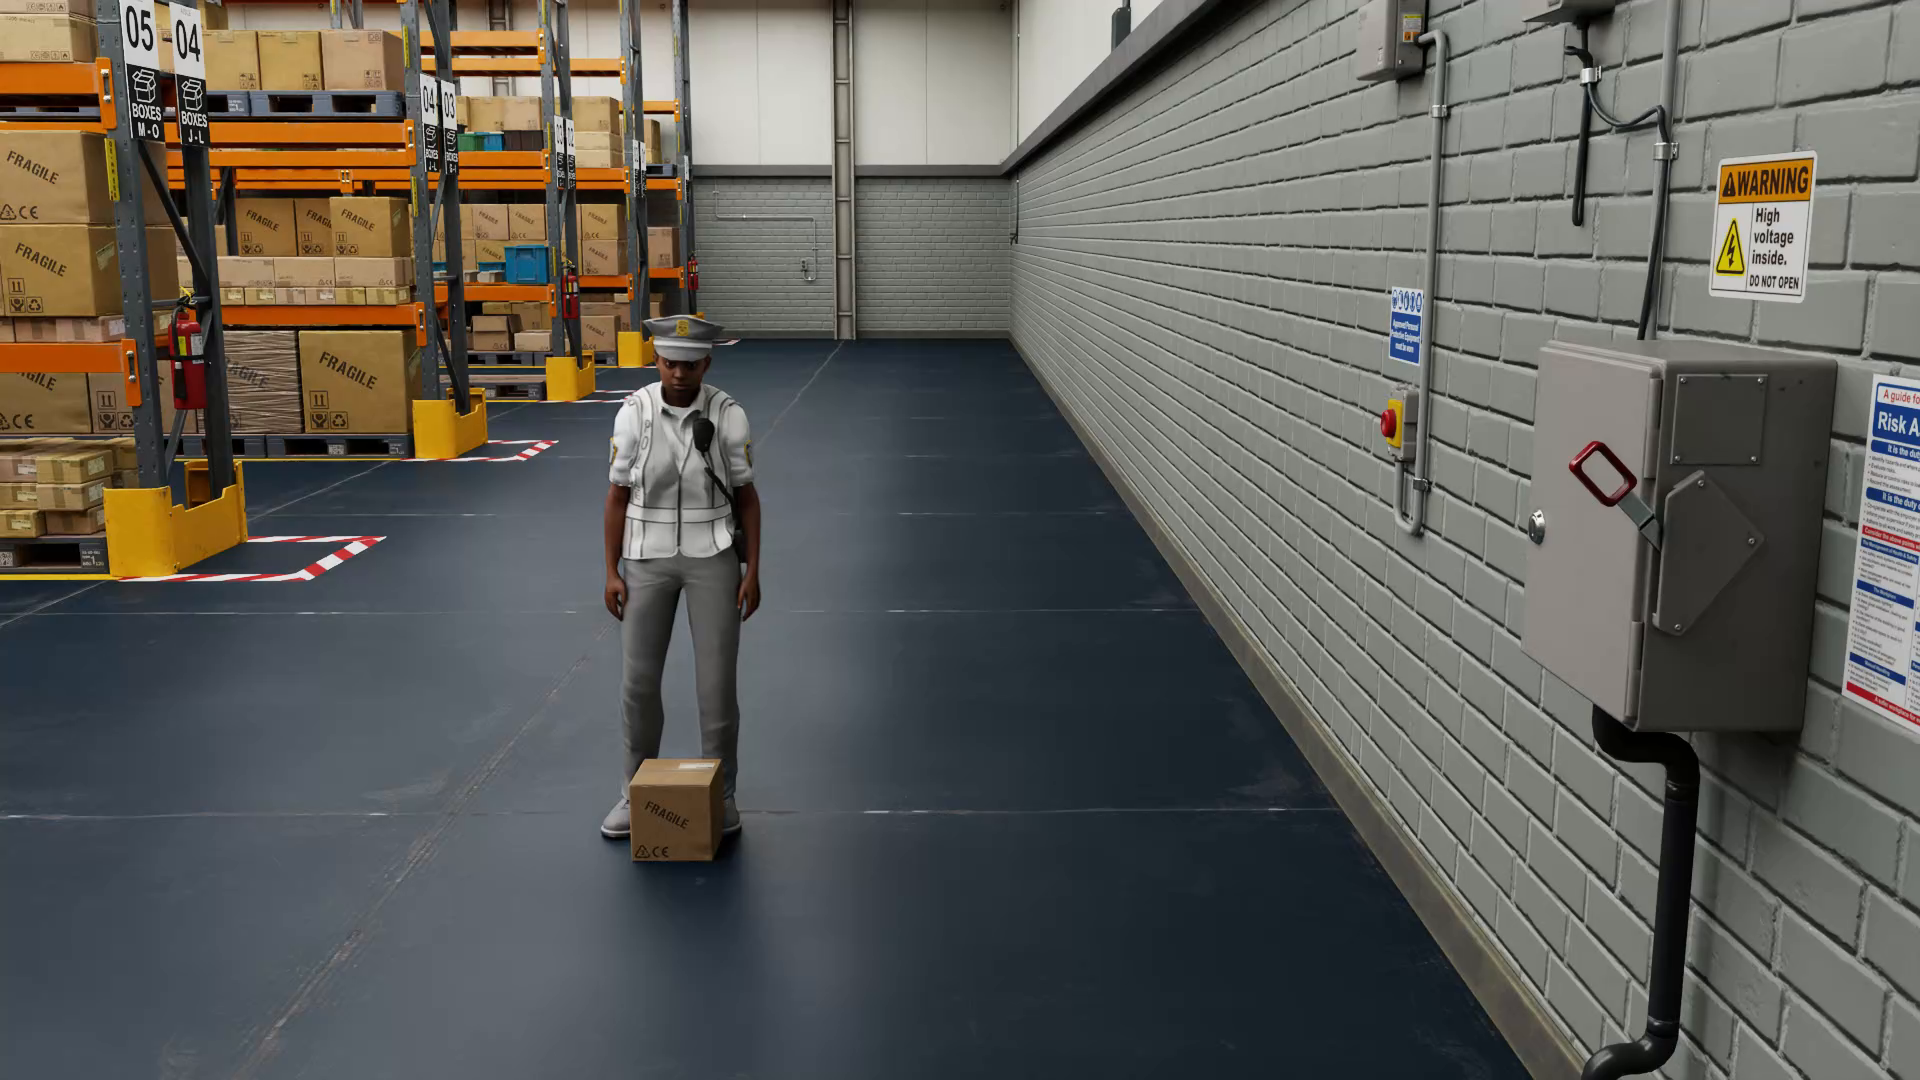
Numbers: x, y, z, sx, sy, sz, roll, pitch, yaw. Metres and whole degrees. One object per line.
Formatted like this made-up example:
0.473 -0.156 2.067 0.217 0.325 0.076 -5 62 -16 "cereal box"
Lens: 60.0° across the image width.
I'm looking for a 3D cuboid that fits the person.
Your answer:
-0.900 0.110 5.323 0.528 1.659 0.398 -1 11 -5 "person"
